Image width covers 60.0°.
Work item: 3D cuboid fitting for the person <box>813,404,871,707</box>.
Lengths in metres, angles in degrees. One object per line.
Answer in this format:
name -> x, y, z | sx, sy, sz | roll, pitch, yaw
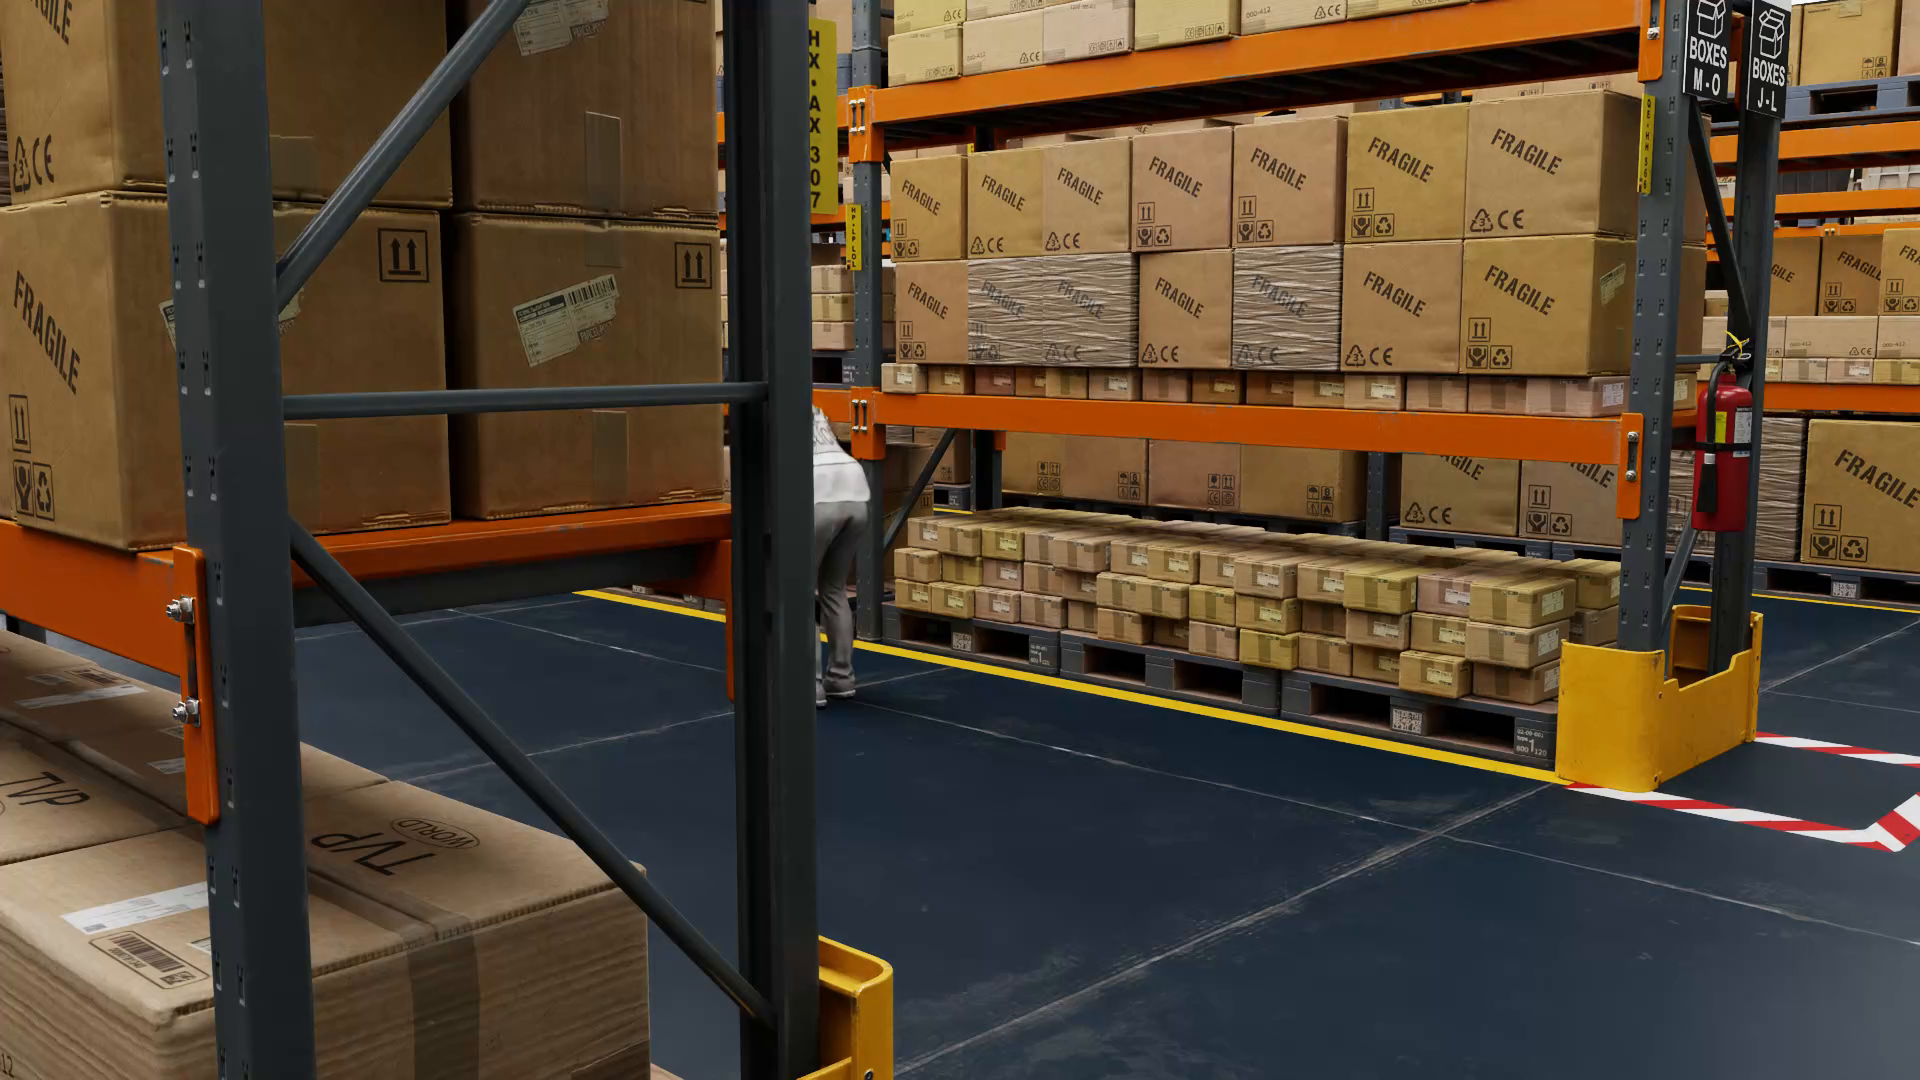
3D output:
person -> -0.714, -0.058, 7.290 | 0.693, 1.530, 0.405 | 7, 10, 42
